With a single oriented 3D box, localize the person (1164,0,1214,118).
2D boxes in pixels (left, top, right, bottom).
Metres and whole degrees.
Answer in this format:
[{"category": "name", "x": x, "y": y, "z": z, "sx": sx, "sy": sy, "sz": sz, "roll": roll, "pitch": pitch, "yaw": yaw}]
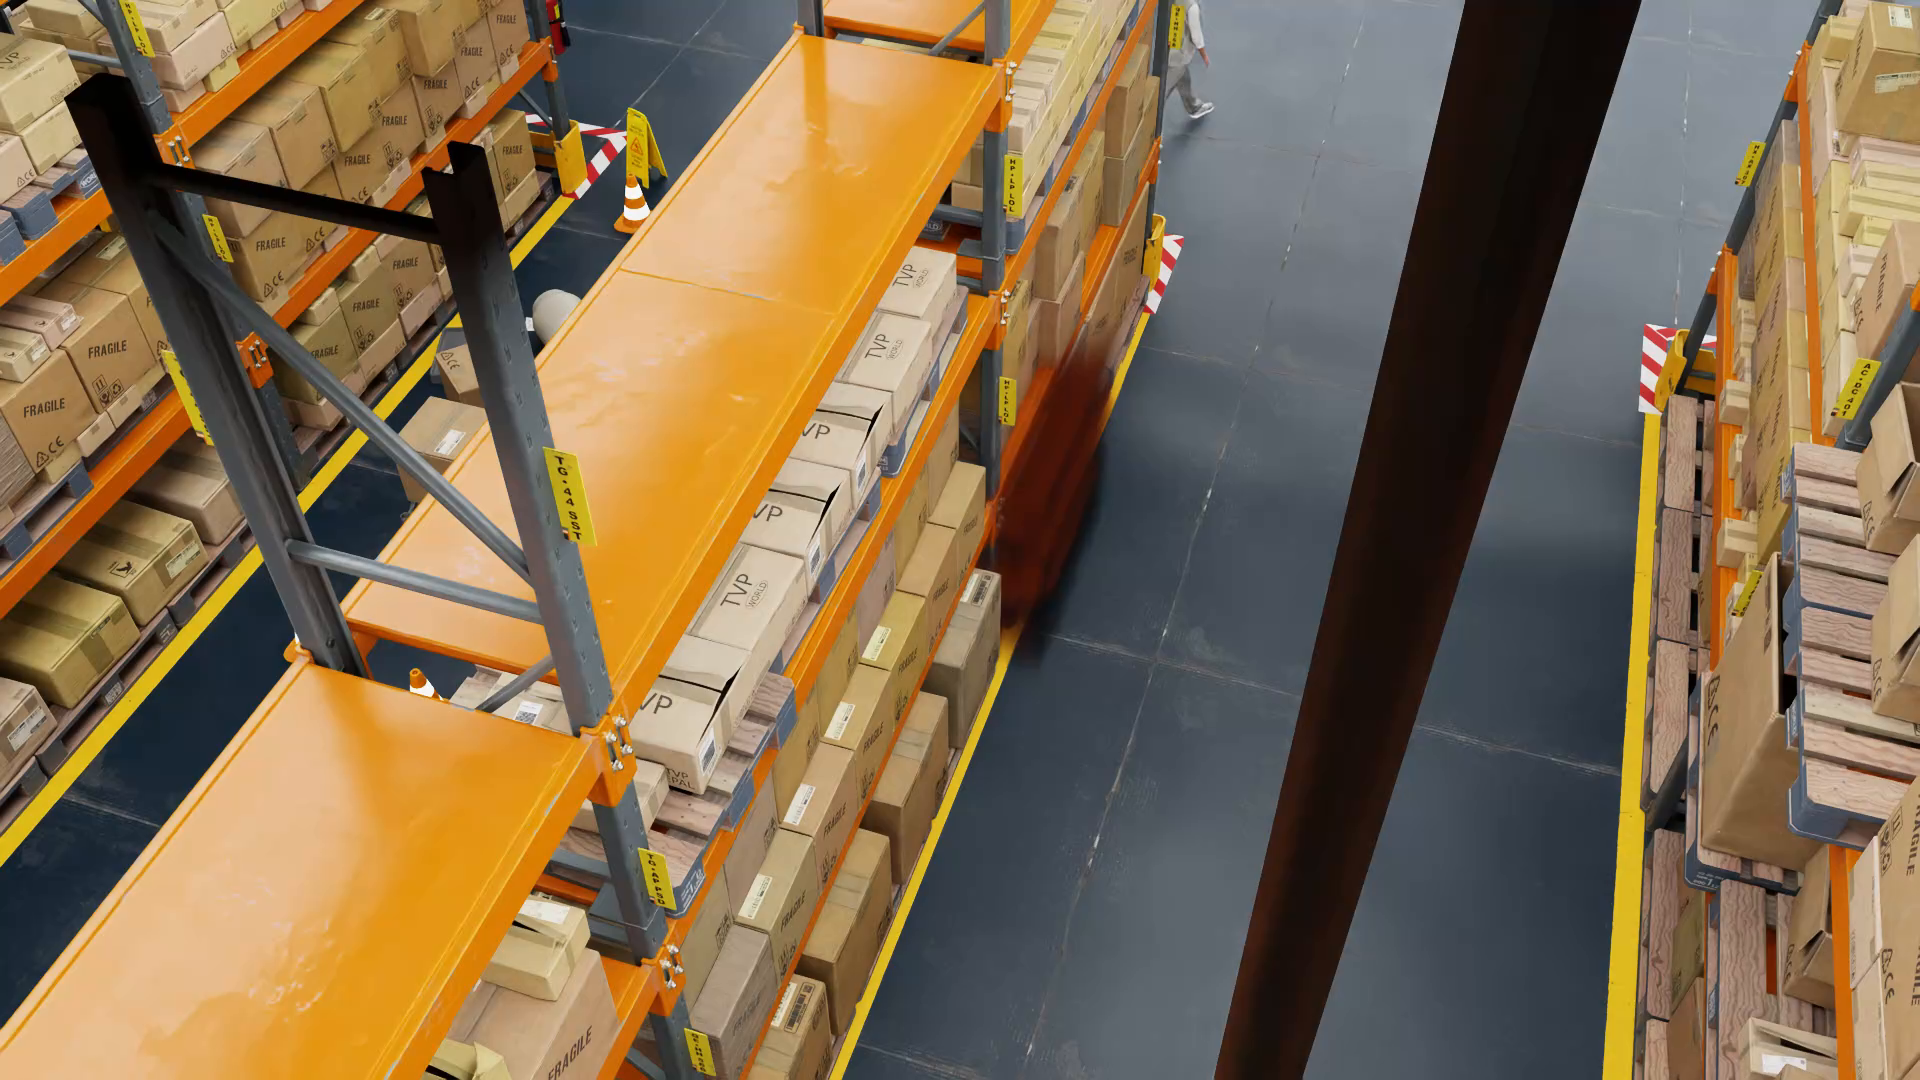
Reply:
[{"category": "person", "x": 1.899, "y": -4.120, "z": 14.044, "sx": 0.916, "sy": 1.552, "sz": 0.438, "roll": -16, "pitch": 48, "yaw": -15}]
